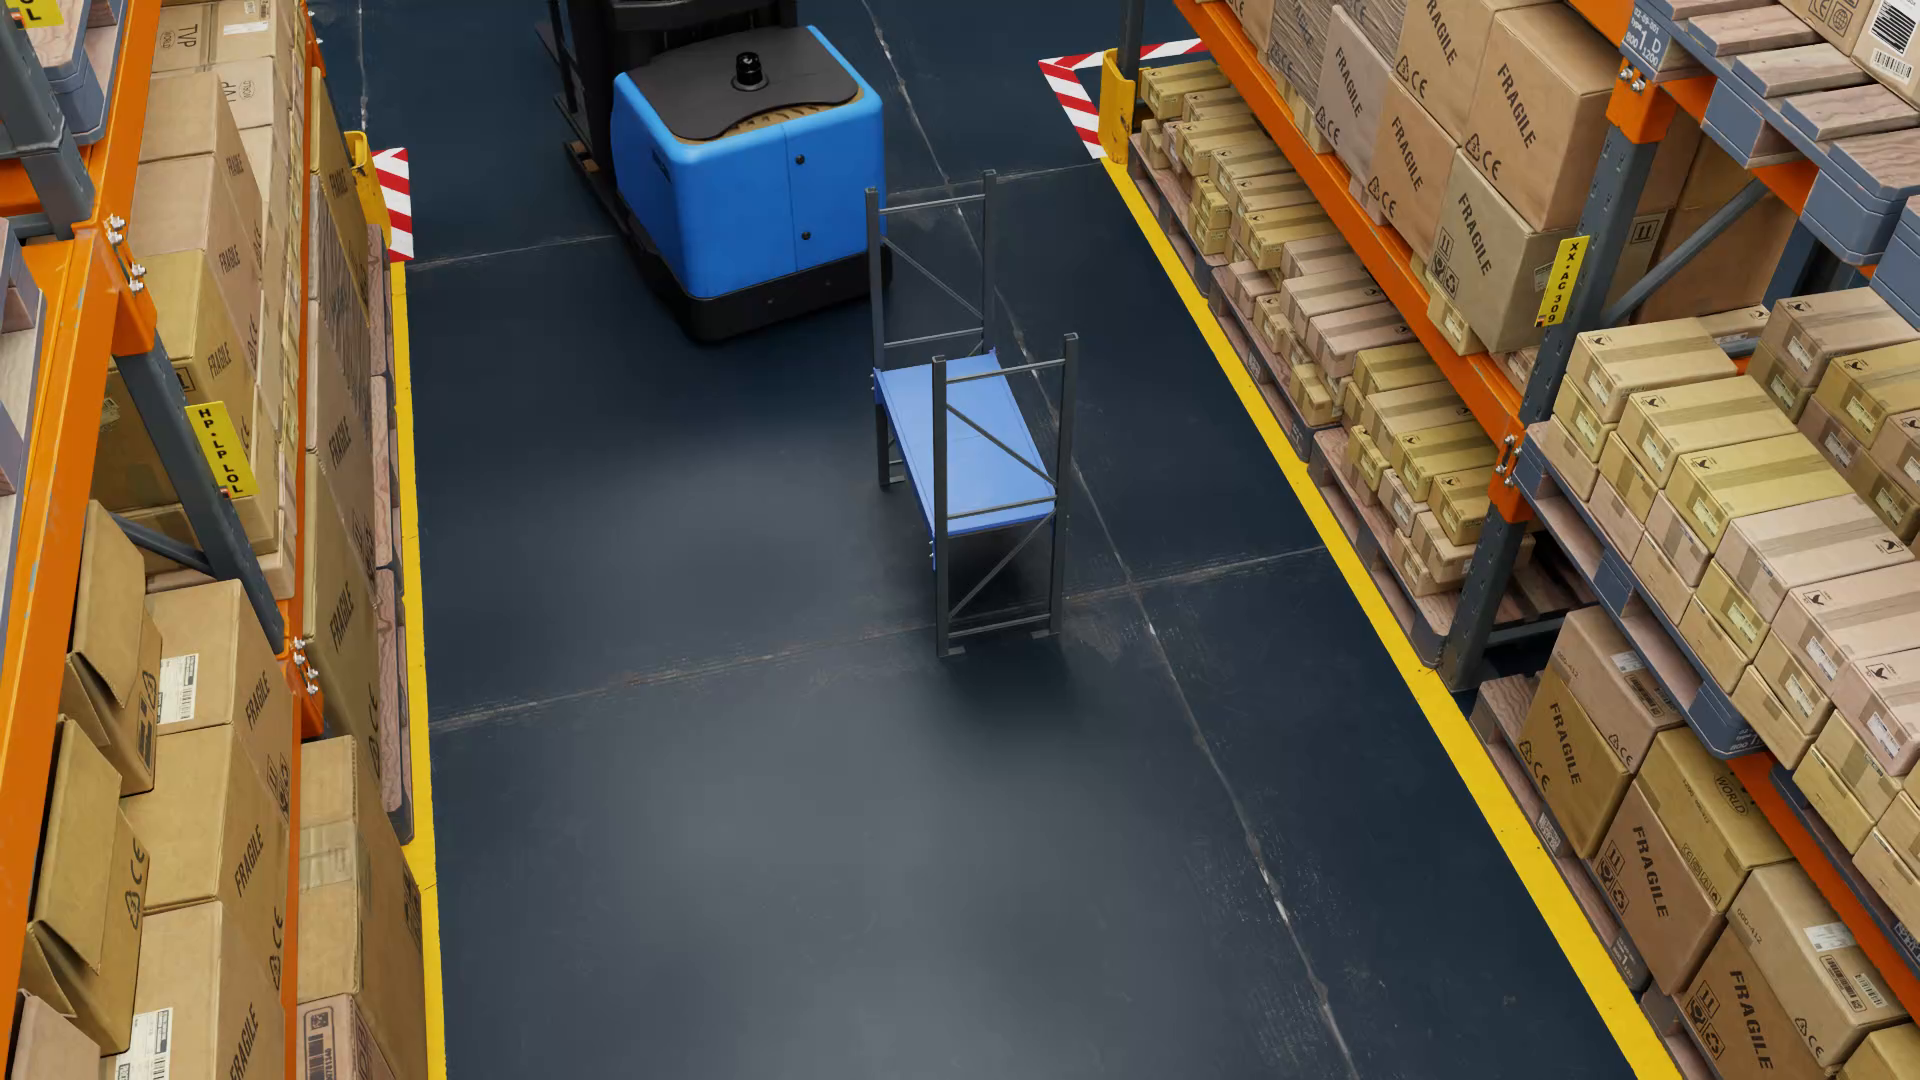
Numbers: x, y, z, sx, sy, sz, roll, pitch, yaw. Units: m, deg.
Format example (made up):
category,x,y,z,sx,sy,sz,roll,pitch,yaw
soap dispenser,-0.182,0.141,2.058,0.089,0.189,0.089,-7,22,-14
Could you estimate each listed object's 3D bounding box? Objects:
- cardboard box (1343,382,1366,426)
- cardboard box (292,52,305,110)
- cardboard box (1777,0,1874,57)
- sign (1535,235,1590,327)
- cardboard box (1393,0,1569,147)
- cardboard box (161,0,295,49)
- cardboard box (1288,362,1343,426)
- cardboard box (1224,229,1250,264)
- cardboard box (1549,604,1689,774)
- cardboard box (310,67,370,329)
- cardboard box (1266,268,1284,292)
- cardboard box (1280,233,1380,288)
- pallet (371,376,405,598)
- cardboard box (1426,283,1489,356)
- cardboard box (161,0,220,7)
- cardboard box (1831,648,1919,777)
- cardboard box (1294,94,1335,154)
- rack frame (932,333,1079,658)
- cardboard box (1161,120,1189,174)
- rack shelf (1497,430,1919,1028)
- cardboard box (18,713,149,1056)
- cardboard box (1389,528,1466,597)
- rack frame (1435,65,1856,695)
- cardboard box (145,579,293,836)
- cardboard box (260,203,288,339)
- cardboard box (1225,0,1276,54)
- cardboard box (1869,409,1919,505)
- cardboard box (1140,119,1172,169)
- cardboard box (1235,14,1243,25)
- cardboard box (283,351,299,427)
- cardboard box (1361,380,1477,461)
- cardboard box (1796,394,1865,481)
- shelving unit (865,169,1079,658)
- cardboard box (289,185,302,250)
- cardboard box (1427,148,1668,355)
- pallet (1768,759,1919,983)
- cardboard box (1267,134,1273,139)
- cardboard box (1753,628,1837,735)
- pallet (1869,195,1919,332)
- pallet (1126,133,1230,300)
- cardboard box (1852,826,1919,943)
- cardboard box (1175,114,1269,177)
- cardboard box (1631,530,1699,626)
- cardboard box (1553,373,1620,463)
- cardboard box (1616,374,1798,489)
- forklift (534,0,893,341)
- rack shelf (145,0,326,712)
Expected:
category,x,y,z,sx,sy,sz,roll,pitch,yaw
cardboard box,1.834,-0.556,6.940,0.380,0.149,0.250,-10,46,-10
cardboard box,-2.945,-1.884,6.923,0.380,0.149,0.250,-11,47,-10
cardboard box,2.349,-1.537,3.942,0.700,0.500,0.500,-11,47,-10
sign,1.835,-0.785,5.064,0.100,0.325,0.005,-11,47,-10
cardboard box,1.839,-1.707,5.595,0.500,0.500,0.500,-12,47,-12
cardboard box,-3.106,-2.276,7.028,0.500,0.250,0.500,-11,47,-11
cardboard box,1.663,-0.659,7.248,0.380,0.149,0.250,-11,47,-10
cardboard box,1.492,-1.386,7.961,0.380,0.149,0.250,-11,47,-10
cardboard box,2.292,0.438,5.403,0.500,0.250,0.500,-13,47,-12
cardboard box,-3.245,-1.487,7.551,0.875,0.875,0.875,-11,47,-10
cardboard box,1.614,-1.298,7.666,0.380,0.149,0.250,-9,46,-8
cardboard box,1.653,-1.221,7.382,0.380,0.149,0.250,-11,47,-10
pallet,-2.897,-0.156,7.006,1.003,0.211,1.213,-11,47,-10
cardboard box,1.887,-0.811,5.871,0.380,0.149,0.250,-12,47,-11
cardboard box,-3.108,-2.537,6.758,0.500,0.500,0.500,-10,46,-10
cardboard box,2.346,0.395,3.979,0.380,0.149,0.250,-9,46,-9
cardboard box,1.589,-1.719,6.761,0.380,0.149,0.250,-10,46,-10
rack frame,0.152,-0.115,6.063,0.500,1.500,0.032,-11,47,-10
cardboard box,1.235,-1.993,8.348,0.380,0.149,0.250,-11,47,-11
rack shelf,2.870,1.046,4.379,1.077,0.370,4.000,-11,47,-10
cardboard box,-2.127,0.780,3.364,0.797,0.503,0.637,-10,46,-10
cardboard box,1.928,0.056,6.548,0.380,0.149,0.250,-10,46,-10
rack frame,2.358,-0.586,5.475,1.000,3.000,0.127,-11,47,-10
cardboard box,-2.079,0.489,4.352,0.500,0.500,0.500,-11,47,-10
cardboard box,-2.590,-0.874,5.654,0.500,0.250,0.500,-10,46,-9
cardboard box,1.457,-2.421,6.995,0.500,0.500,0.500,-10,46,-10
cardboard box,2.783,-0.248,4.609,0.380,0.149,0.250,-12,47,-12
cardboard box,1.159,-2.077,8.638,0.380,0.149,0.250,-10,46,-10
cardboard box,1.421,-2.459,7.486,0.380,0.149,0.250,-9,46,-8
cardboard box,-2.421,-0.471,5.538,0.380,0.149,0.250,-12,47,-11
cardboard box,1.841,-0.482,6.658,0.380,0.149,0.250,-11,47,-11
cardboard box,2.719,-0.329,4.897,0.380,0.149,0.250,-10,46,-10
shelving unit,0.022,-0.466,6.407,0.538,1.500,1.048,-11,47,-10
cardboard box,-2.686,-1.182,6.235,0.380,0.149,0.250,-10,46,-10
cardboard box,1.961,-1.008,5.610,0.500,0.500,0.500,-11,47,-10
pallet,2.836,0.883,4.169,1.003,0.211,1.213,-11,47,-10
cardboard box,1.760,-2.099,8.451,0.380,0.149,0.250,-12,47,-11
cardboard box,2.287,0.328,4.252,0.380,0.149,0.250,-9,46,-9
pallet,2.682,-0.409,3.333,1.213,0.211,1.003,-11,47,-10
pallet,1.527,-1.752,8.570,1.003,0.211,1.213,-11,47,-10
cardboard box,2.415,0.786,4.012,0.380,0.149,0.250,-13,47,-12
cardboard box,1.267,-1.916,8.064,0.380,0.149,0.250,-11,47,-10
cardboard box,2.151,0.074,4.710,0.380,0.149,0.250,-10,46,-10
cardboard box,2.014,-0.394,4.960,0.380,0.149,0.250,-10,46,-10
cardboard box,2.092,-0.306,4.666,0.380,0.149,0.250,-10,46,-9
forklift,-1.461,-3.017,7.905,1.130,2.935,3.031,-21,49,-19
rack shelf,-2.975,-0.878,6.265,1.077,0.370,4.000,-11,47,-10
